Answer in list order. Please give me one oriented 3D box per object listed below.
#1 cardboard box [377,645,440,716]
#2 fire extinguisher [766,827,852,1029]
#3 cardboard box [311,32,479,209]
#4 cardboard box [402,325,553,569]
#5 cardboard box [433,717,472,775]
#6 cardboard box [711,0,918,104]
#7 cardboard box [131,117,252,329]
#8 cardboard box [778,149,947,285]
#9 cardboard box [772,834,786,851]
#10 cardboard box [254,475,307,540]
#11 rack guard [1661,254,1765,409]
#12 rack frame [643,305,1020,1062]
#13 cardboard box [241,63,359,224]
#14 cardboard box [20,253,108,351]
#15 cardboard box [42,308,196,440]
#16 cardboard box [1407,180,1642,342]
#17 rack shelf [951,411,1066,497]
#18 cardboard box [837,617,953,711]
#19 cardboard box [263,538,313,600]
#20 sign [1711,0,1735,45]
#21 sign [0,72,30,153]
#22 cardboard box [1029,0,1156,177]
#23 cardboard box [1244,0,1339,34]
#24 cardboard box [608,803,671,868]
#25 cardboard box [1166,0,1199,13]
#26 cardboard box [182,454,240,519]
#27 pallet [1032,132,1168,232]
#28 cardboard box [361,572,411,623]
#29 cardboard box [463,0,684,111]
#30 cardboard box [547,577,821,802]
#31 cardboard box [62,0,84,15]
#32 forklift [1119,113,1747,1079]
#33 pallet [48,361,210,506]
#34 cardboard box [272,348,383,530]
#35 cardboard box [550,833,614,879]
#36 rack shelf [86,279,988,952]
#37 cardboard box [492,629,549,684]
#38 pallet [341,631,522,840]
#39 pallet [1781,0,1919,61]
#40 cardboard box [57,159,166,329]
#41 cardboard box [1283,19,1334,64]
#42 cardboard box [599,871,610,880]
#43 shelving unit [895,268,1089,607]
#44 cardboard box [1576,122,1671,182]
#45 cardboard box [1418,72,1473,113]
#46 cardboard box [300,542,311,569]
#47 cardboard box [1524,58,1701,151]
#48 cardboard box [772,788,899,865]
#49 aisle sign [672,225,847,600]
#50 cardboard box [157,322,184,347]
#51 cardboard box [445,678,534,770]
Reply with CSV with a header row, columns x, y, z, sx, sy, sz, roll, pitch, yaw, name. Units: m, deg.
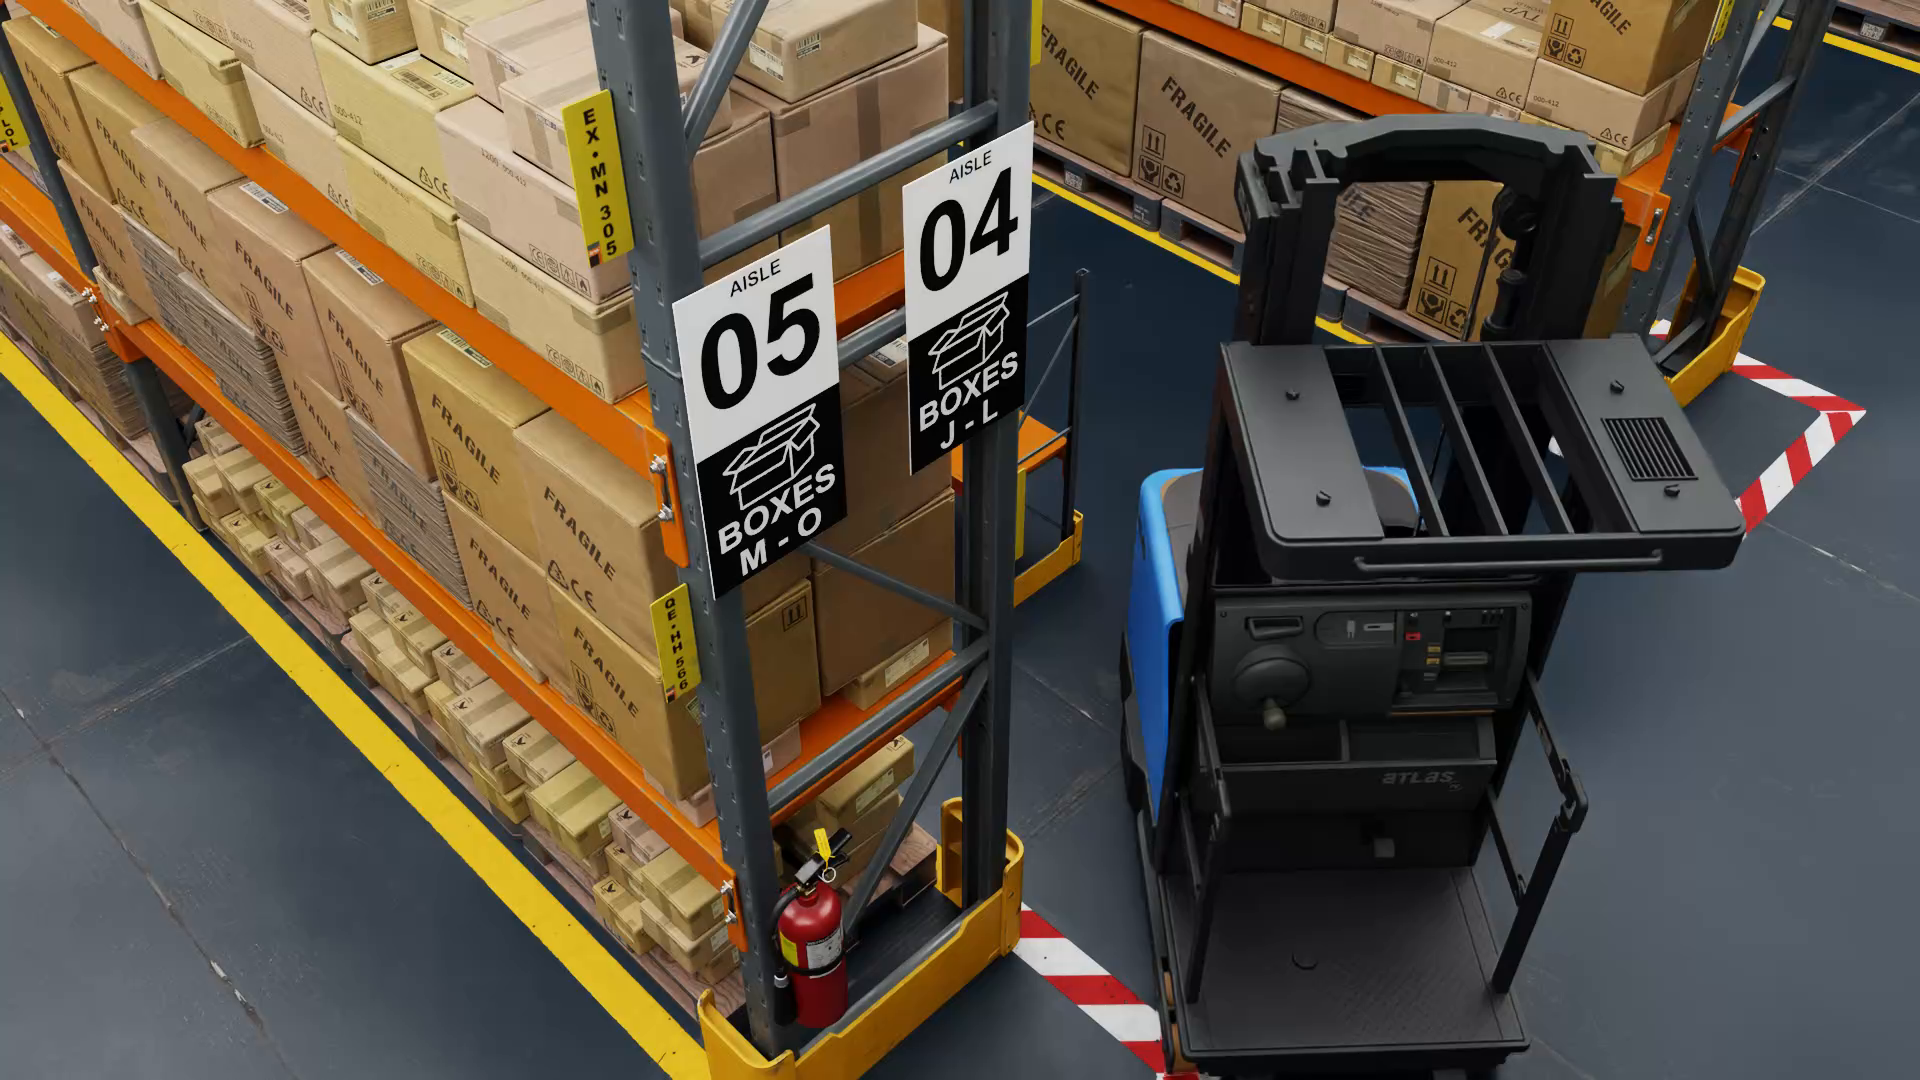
x,y,z,sx,sy,sz,roll,pitch,yaw,name
-1.942,0.449,6.243,0.380,0.149,0.250,-34,52,-31,cardboard box
-0.391,1.033,4.371,0.296,0.674,0.183,-34,53,-31,fire extinguisher
-1.110,-1.050,3.825,0.500,0.250,0.500,33,52,30,cardboard box
-1.100,-0.332,4.487,0.500,0.500,0.500,32,52,30,cardboard box
-1.728,0.676,6.217,0.380,0.149,0.250,-33,52,-31,cardboard box
-0.310,-1.116,3.603,0.250,0.149,0.380,34,52,31,cardboard box
-2.210,-1.078,5.294,0.500,0.500,0.500,-33,52,-31,cardboard box
-0.379,-0.860,3.988,0.500,0.250,0.500,-32,52,-30,cardboard box
-0.629,0.926,5.946,0.250,0.149,0.380,34,53,31,cardboard box
-2.605,-0.199,6.725,0.250,0.149,0.380,33,52,31,cardboard box
3.358,-0.874,7.945,1.175,0.500,0.348,-34,53,-31,rack guard
-0.243,0.525,4.589,1.000,3.000,0.127,-34,53,-31,rack frame
-1.457,-1.100,4.247,0.500,0.250,0.500,-32,51,-30,cardboard box
-3.772,-1.145,7.376,0.500,0.250,0.500,33,52,30,cardboard box
-3.768,-0.868,7.629,0.500,0.500,0.500,33,52,31,cardboard box
2.832,-1.447,7.979,0.875,0.875,0.875,-34,53,-31,cardboard box
-0.060,-0.460,7.025,0.538,0.185,1.000,-34,53,-31,rack shelf
-0.239,0.305,5.013,0.250,0.149,0.380,34,52,31,cardboard box
-2.637,0.047,6.897,0.250,0.149,0.380,34,52,31,cardboard box
2.947,-2.062,6.361,0.100,0.325,0.005,-34,53,-31,sign
-3.458,-1.554,5.986,0.100,0.325,0.005,-34,53,-31,sign
0.925,-2.744,9.383,0.875,0.875,0.875,-34,53,-31,cardboard box
1.722,-2.700,7.971,0.500,0.250,0.500,-34,52,-31,cardboard box
-0.933,0.918,5.516,0.380,0.149,0.250,-33,52,-31,cardboard box
1.229,-2.831,8.406,0.250,0.149,0.380,33,52,31,cardboard box
-3.038,-0.286,7.038,0.380,0.149,0.250,-32,51,-30,cardboard box
0.997,-2.298,9.699,1.003,0.211,1.213,-34,53,-31,pallet
-2.032,0.168,6.328,0.250,0.149,0.380,32,51,30,cardboard box
-0.805,-1.026,3.505,0.380,0.149,0.250,-33,52,-31,cardboard box
-0.742,0.287,4.554,0.500,0.500,0.500,-33,52,-31,cardboard box
-2.567,-1.858,5.068,0.500,0.250,0.500,33,52,31,cardboard box
1.215,0.442,4.730,1.130,2.935,3.031,-1,43,-1,forklift
-3.618,-0.746,8.019,1.003,0.211,1.213,-34,53,-31,pallet
-1.812,-0.447,5.348,0.500,0.500,0.500,-31,51,-29,cardboard box
-1.186,0.943,5.709,0.250,0.149,0.380,32,52,30,cardboard box
-1.655,-0.172,5.873,1.077,0.370,4.000,-34,53,-31,rack shelf
-1.206,0.234,5.089,0.380,0.149,0.250,-33,52,-30,cardboard box
-1.702,0.519,6.650,1.003,0.211,1.213,-34,53,-31,pallet
6.292,-3.568,11.073,1.003,0.211,1.213,-34,53,-31,pallet
-2.896,-1.184,6.146,0.500,0.500,0.500,33,52,31,cardboard box
1.777,-2.459,8.004,0.380,0.149,0.250,-33,52,-31,cardboard box
-1.141,1.022,5.843,0.250,0.149,0.380,34,52,31,cardboard box
-0.054,-0.587,6.898,0.587,1.500,1.083,-34,53,-31,shelving unit
2.856,-1.725,7.209,0.380,0.149,0.250,-33,52,-31,cardboard box
2.318,-2.091,7.605,0.380,0.149,0.250,-33,52,-31,cardboard box
-2.409,0.024,6.704,0.250,0.149,0.380,32,51,30,cardboard box
2.810,-1.963,7.173,0.500,0.250,0.500,33,52,31,cardboard box
-0.431,0.934,5.719,0.380,0.149,0.250,-32,51,-30,cardboard box
-0.403,-0.251,3.513,0.394,0.787,0.004,-34,53,-31,aisle sign
-2.864,-0.923,6.341,0.380,0.149,0.250,-33,52,-30,cardboard box
-1.573,0.598,5.863,0.380,0.149,0.250,-32,52,-30,cardboard box
